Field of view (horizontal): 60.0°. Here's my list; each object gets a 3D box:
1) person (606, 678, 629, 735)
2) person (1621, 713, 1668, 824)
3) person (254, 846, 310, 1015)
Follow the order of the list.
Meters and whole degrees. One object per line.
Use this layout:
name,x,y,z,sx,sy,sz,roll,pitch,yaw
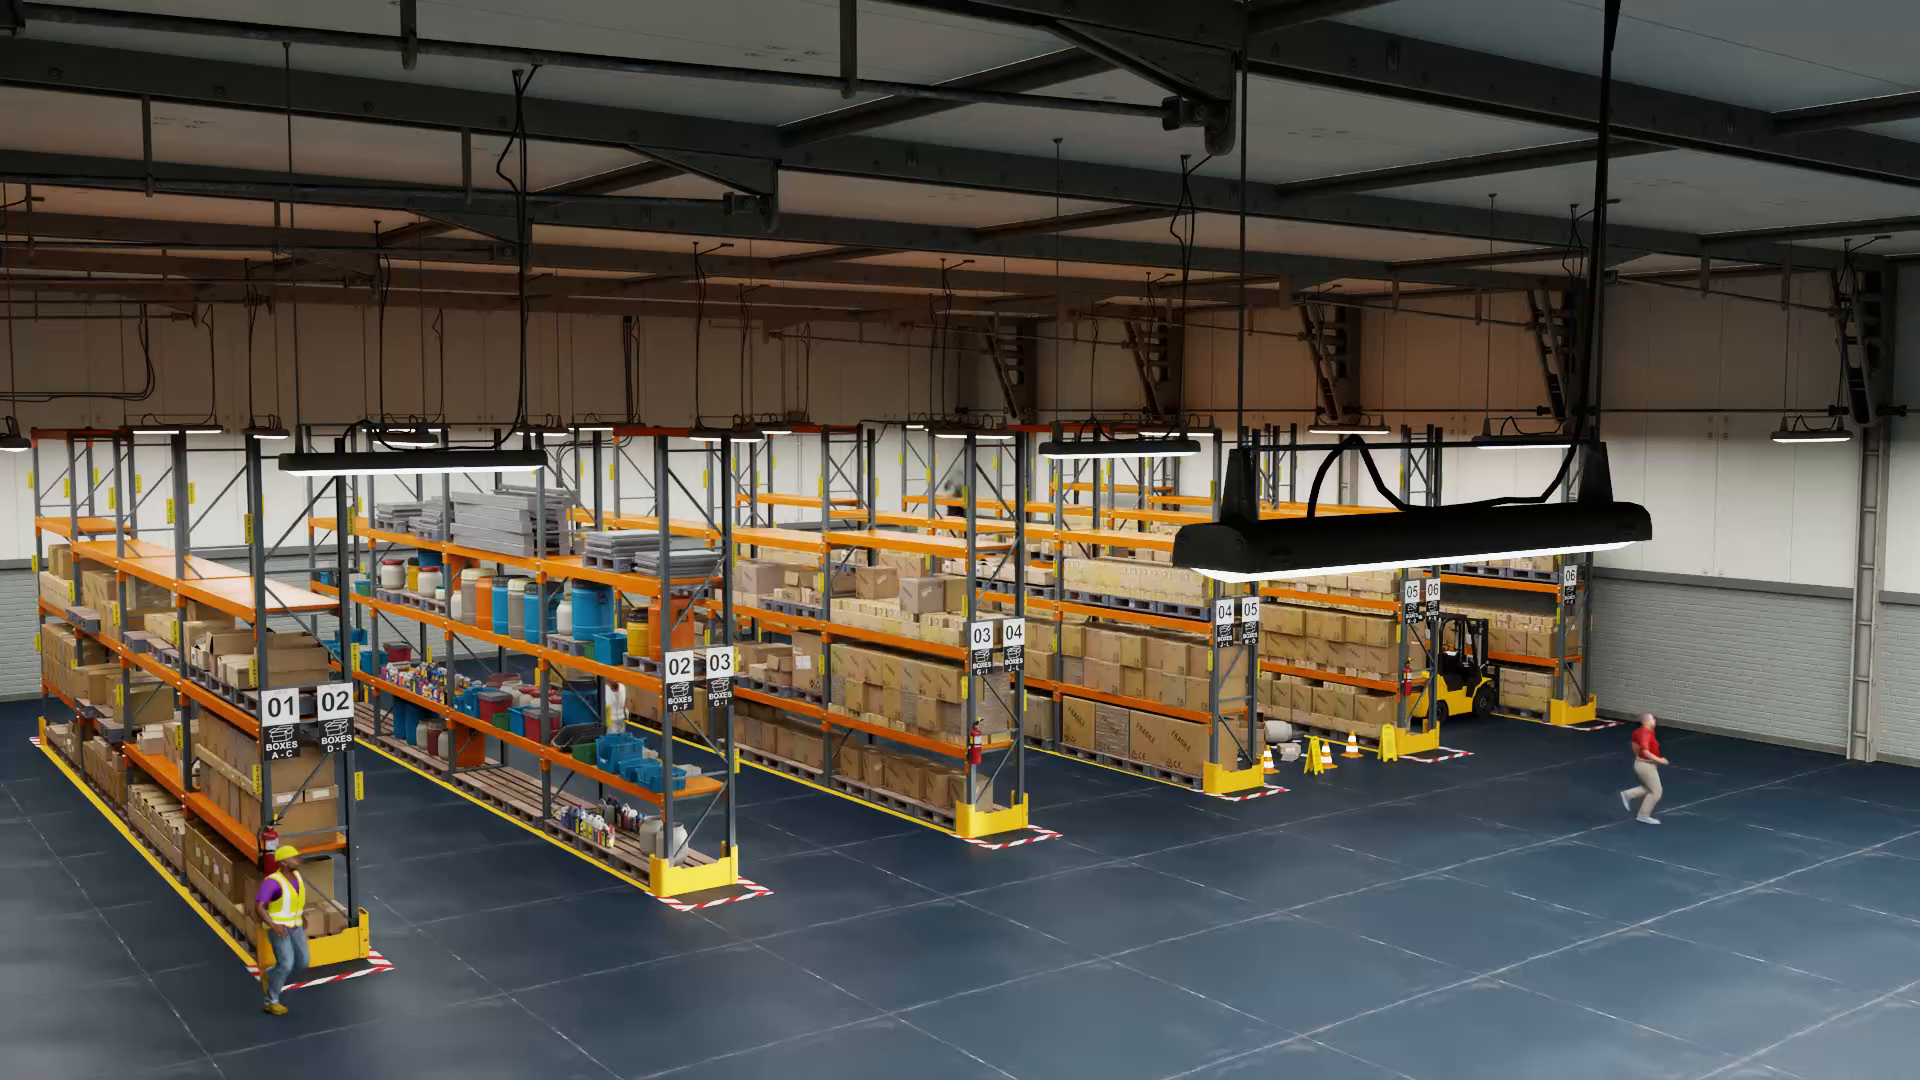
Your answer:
person,-6.149,3.164,29.362,0.690,1.753,0.780,-4,6,-41
person,10.524,3.497,25.525,0.601,1.693,0.697,1,5,10
person,-7.169,4.099,17.649,0.542,1.703,0.754,1,5,14
